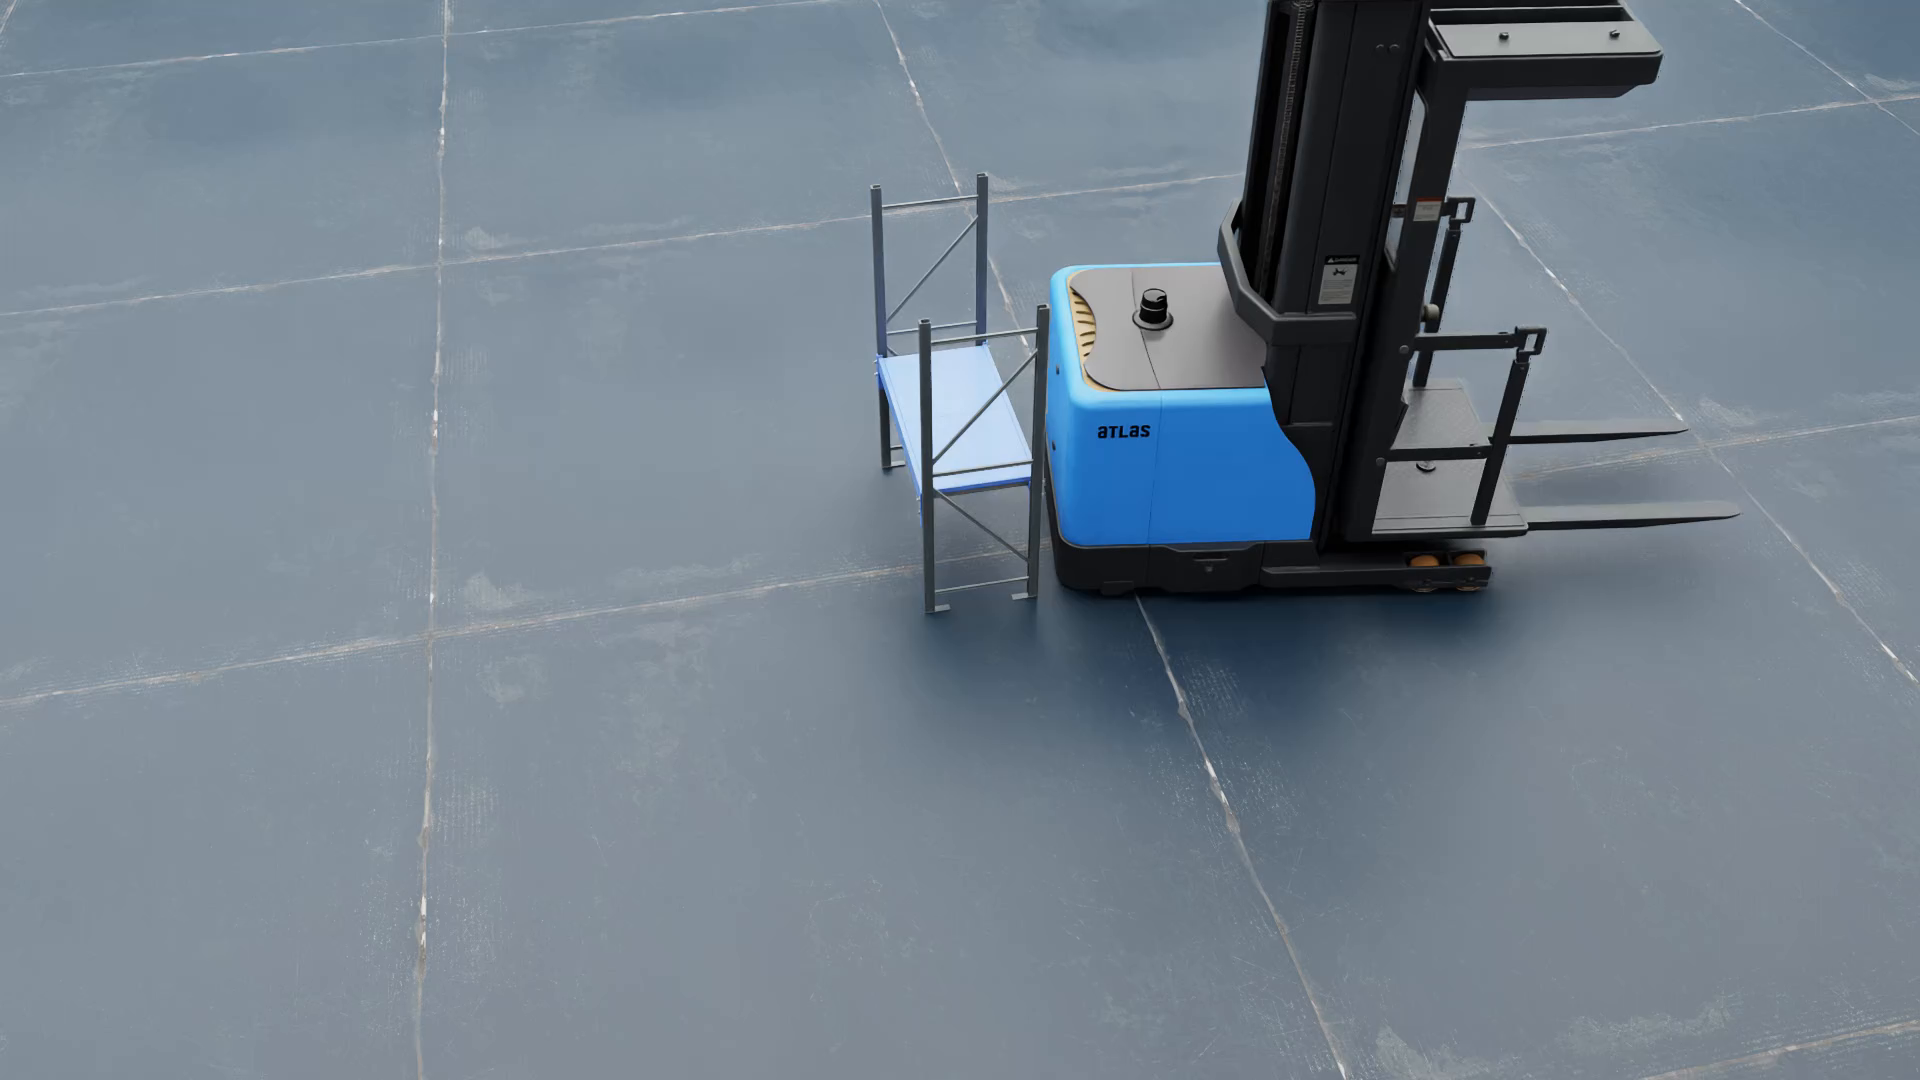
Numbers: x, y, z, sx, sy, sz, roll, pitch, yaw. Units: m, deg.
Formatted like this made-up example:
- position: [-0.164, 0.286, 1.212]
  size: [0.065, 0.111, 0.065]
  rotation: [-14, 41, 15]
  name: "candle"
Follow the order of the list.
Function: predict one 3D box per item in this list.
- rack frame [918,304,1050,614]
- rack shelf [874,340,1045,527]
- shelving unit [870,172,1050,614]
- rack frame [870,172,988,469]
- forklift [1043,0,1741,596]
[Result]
- position: [0.091, -0.287, 6.725]
  size: [0.500, 1.500, 0.032]
  rotation: [-8, 42, -9]
  name: "rack frame"
- position: [-0.018, -0.482, 7.216]
  size: [0.538, 0.185, 1.000]
  rotation: [-8, 42, -9]
  name: "rack shelf"
- position: [-0.018, -0.616, 7.096]
  size: [0.538, 1.500, 1.048]
  rotation: [-8, 42, -9]
  name: "shelving unit"
- position: [-0.128, -0.946, 7.467]
  size: [0.500, 1.500, 0.032]
  rotation: [-8, 42, -9]
  name: "rack frame"
- position: [1.914, -1.219, 6.697]
  size: [3.031, 2.935, 1.130]
  rotation: [-2, 42, -2]
  name: "forklift"
